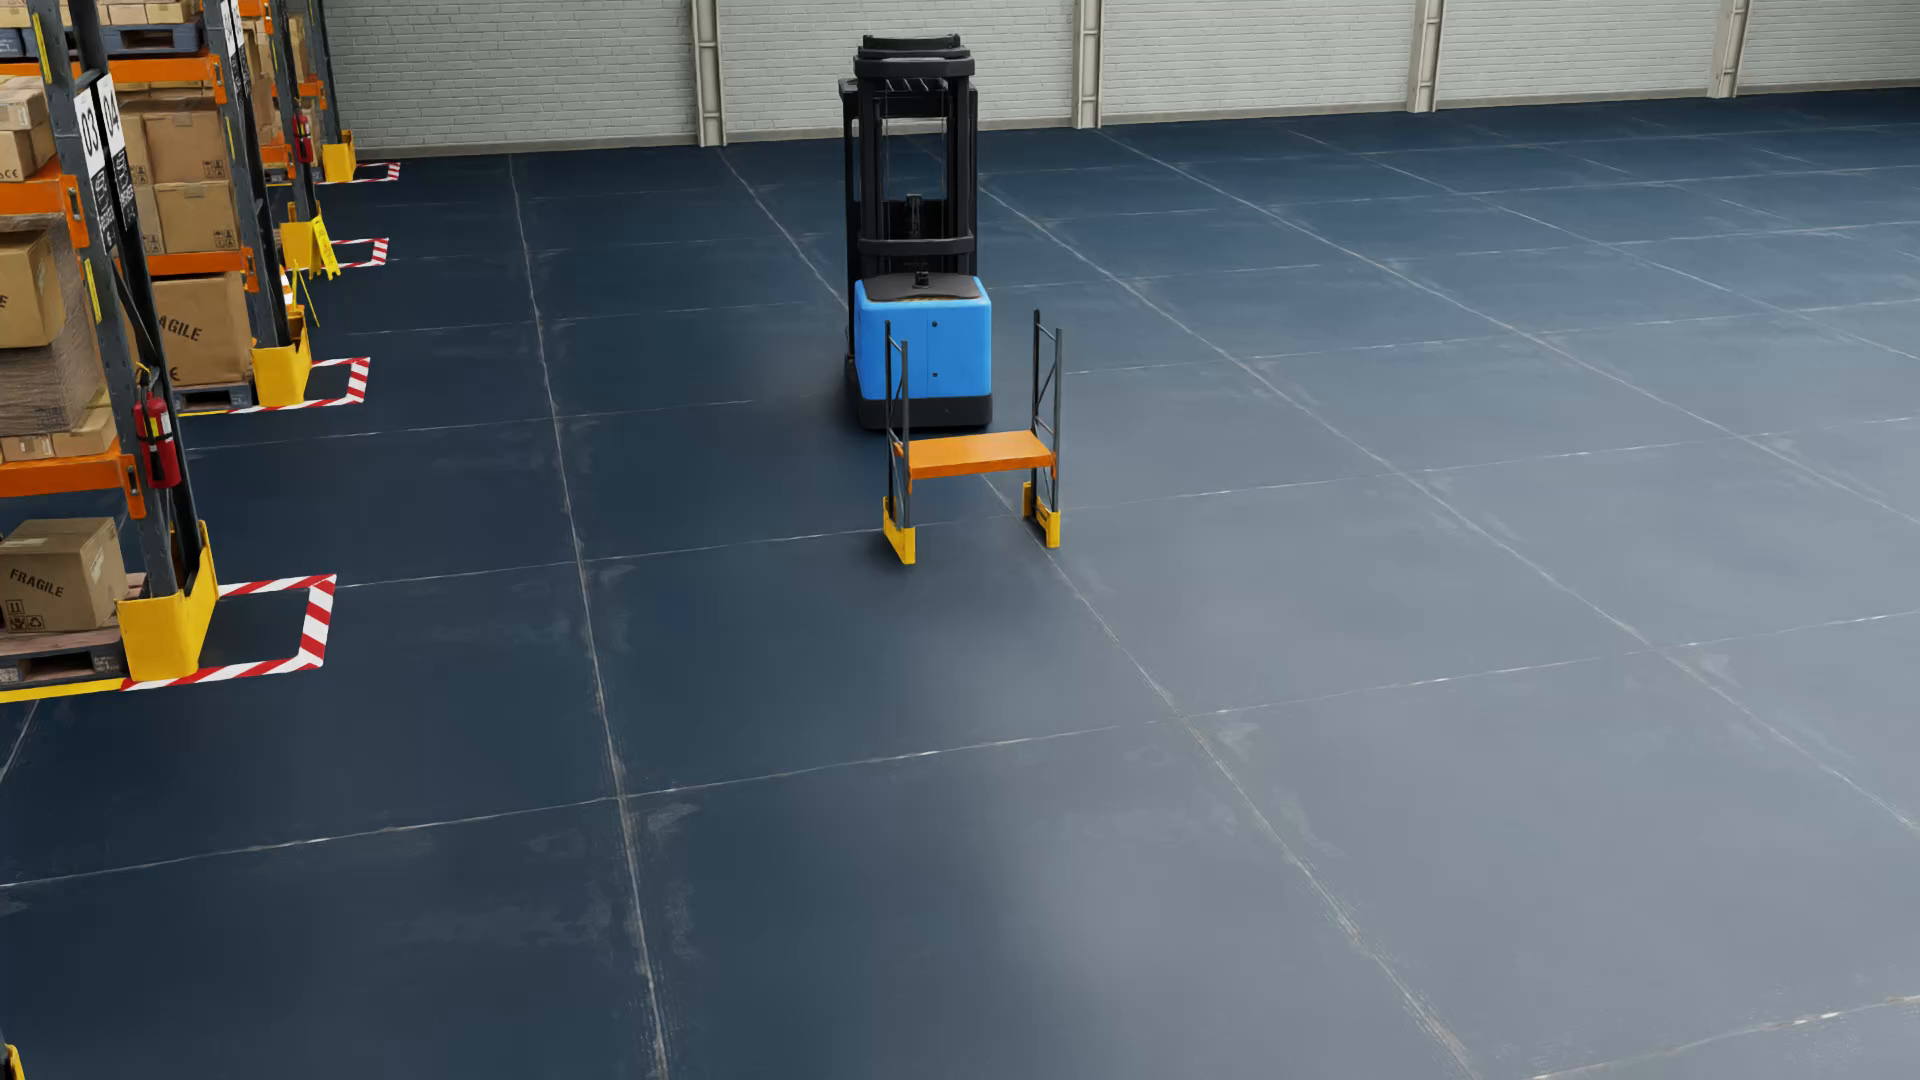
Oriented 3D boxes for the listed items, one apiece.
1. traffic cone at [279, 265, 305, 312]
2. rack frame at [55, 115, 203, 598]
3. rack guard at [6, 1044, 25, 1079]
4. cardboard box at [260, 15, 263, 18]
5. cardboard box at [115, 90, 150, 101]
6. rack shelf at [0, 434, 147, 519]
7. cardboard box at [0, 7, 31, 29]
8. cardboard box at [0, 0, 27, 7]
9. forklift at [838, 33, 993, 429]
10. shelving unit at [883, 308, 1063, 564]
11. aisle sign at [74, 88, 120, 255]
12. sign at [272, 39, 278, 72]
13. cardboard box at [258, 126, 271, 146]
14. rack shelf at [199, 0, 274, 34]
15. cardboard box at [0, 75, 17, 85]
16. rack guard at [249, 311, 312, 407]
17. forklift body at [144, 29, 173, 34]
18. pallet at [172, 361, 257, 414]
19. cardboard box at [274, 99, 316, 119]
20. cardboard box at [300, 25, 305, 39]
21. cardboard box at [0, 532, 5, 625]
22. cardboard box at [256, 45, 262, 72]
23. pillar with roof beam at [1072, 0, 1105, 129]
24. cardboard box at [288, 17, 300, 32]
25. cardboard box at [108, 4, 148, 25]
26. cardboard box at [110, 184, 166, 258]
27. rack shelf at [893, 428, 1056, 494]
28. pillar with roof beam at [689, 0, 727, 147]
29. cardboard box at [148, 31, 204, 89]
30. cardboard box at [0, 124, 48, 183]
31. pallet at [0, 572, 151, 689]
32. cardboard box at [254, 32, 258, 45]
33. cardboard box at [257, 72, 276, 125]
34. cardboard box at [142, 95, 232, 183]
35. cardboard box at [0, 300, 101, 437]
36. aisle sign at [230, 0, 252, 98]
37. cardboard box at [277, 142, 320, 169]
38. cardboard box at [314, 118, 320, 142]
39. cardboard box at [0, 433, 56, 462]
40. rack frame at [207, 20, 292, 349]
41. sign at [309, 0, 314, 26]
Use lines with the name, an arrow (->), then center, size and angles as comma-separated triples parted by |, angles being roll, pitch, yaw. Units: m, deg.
traffic cone -> -6.710, -2.494, 16.475 | 0.334, 0.463, 0.336 | -6, 24, -14
rack frame -> -4.595, -0.818, 9.352 | 0.127, 3.000, 1.000 | -6, 24, -14
rack guard -> -3.318, 2.237, 5.402 | 0.348, 0.500, 1.175 | -6, 24, -14
cardboard box -> -9.271, -6.986, 22.400 | 0.250, 0.149, 0.380 | -5, 24, -13
cardboard box -> -8.686, -4.497, 17.422 | 0.500, 0.500, 0.500 | -6, 24, -15
rack shelf -> -6.521, -0.274, 8.997 | 4.000, 0.370, 1.077 | -6, 24, -14
cardboard box -> -7.047, -3.941, 12.486 | 0.250, 0.149, 0.380 | -7, 24, -15
cardboard box -> -7.199, -4.132, 12.426 | 0.500, 0.250, 0.500 | -6, 24, -15
forklift -> -0.430, -2.768, 13.985 | 1.130, 2.935, 3.031 | -3, 23, -6
shelving unit -> 0.073, -0.697, 10.973 | 1.083, 1.500, 0.587 | -6, 24, -14
aisle sign -> -4.455, -1.905, 8.589 | 0.004, 0.787, 0.394 | -6, 24, -14
sign -> -7.142, -5.045, 17.334 | 0.005, 0.325, 0.100 | -6, 24, -14
cardboard box -> -7.574, -4.344, 17.888 | 0.250, 0.149, 0.380 | -5, 24, -13
rack shelf -> -9.198, -5.415, 17.174 | 4.000, 0.370, 1.077 | -6, 24, -14
cardboard box -> -5.199, -2.378, 8.869 | 0.250, 0.149, 0.380 | -6, 24, -13
rack guard -> -5.815, -1.565, 14.264 | 0.348, 0.500, 1.175 | -6, 24, -14
forklift body -> -9.950, -5.180, 20.594 | 1.214, 2.155, 2.313 | -6, 24, -14
pallet -> -6.586, -1.315, 14.048 | 1.213, 0.211, 1.003 | -6, 24, -14
cardboard box -> -9.130, -5.874, 22.822 | 0.500, 0.250, 0.500 | -7, 24, -15
cardboard box -> -9.013, -6.871, 22.509 | 0.250, 0.149, 0.380 | -7, 24, -16
cardboard box -> -5.767, 0.275, 9.443 | 0.500, 0.500, 0.500 | 0, 23, 0
cardboard box -> -9.521, -6.306, 22.016 | 0.500, 0.500, 0.500 | -6, 24, -13
pillar with roof beam -> 3.186, -9.133, 21.123 | 0.400, 9.000, 9.100 | -6, 24, -14
cardboard box -> -8.904, -6.827, 22.030 | 0.250, 0.149, 0.380 | -6, 24, -14
cardboard box -> -6.309, -4.023, 12.677 | 0.250, 0.149, 0.380 | -6, 24, -14
cardboard box -> -6.706, -2.657, 13.448 | 0.550, 0.550, 0.875 | -6, 24, -14
rack shelf -> 0.082, -0.533, 11.046 | 1.000, 0.185, 0.538 | -6, 24, -14
pillar with roof beam -> -2.591, -8.494, 19.633 | 0.400, 9.000, 9.100 | -6, 24, -14
cardboard box -> -8.194, -5.034, 17.406 | 0.500, 0.500, 0.700 | -6, 24, -14
cardboard box -> -4.991, -1.979, 8.445 | 0.500, 0.250, 0.500 | -6, 24, -13
pallet -> -5.460, 0.545, 9.712 | 1.213, 0.211, 1.003 | -6, 24, -14
cardboard box -> -9.379, -6.622, 21.930 | 0.250, 0.149, 0.380 | -6, 24, -13
cardboard box -> -7.803, -4.818, 18.170 | 0.500, 0.500, 0.500 | -7, 24, -15
cardboard box -> -6.205, -3.252, 13.465 | 0.550, 0.550, 0.875 | -6, 24, -14
cardboard box -> -5.132, -0.952, 9.161 | 0.500, 0.500, 0.875 | -6, 24, -14
aisle sign -> -5.850, -4.028, 13.536 | 0.004, 0.787, 0.394 | -6, 24, -14
cardboard box -> -8.984, -5.224, 22.574 | 0.500, 0.250, 0.500 | -6, 24, -14
cardboard box -> -9.125, -5.652, 22.939 | 0.500, 0.250, 0.500 | -6, 24, -13
cardboard box -> -5.055, -0.567, 9.086 | 0.250, 0.149, 0.380 | -6, 24, -14
rack frame -> -5.838, -2.712, 13.765 | 0.127, 3.000, 1.000 | -6, 24, -14
sign -> -8.483, -6.898, 21.753 | 0.005, 0.325, 0.100 | -6, 24, -14
